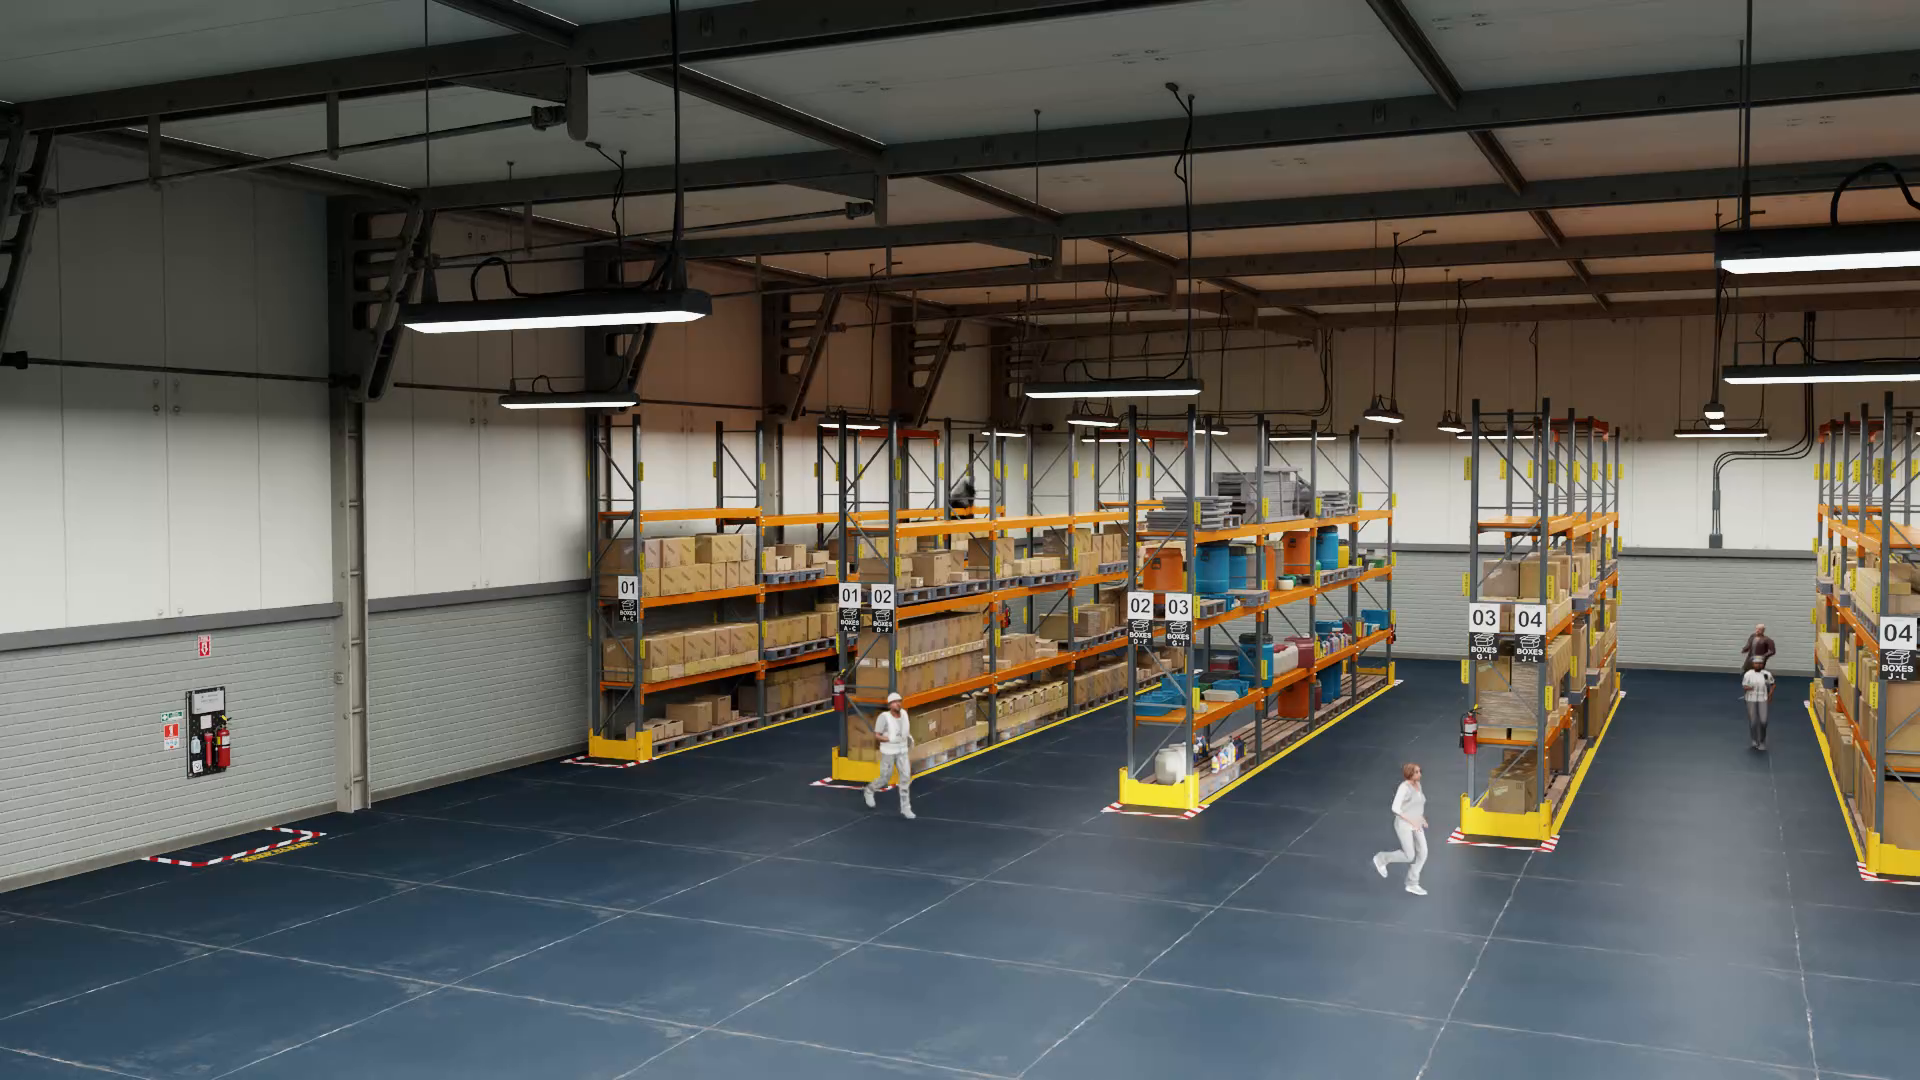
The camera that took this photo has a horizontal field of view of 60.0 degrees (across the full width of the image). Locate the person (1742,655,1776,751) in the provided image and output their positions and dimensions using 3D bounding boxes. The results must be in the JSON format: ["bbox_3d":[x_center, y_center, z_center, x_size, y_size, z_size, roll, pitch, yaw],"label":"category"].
[{"bbox_3d":[14.364,2.934,29.914,0.555,1.727,0.660,1,3,26],"label":"person"}]

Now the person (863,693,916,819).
[{"bbox_3d":[-0.986,3.109,24.228,0.693,1.792,0.996,-2,3,-37],"label":"person"}]

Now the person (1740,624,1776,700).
[{"bbox_3d":[17.431,2.674,36.315,0.680,1.698,0.722,-1,2,-18],"label":"person"}]

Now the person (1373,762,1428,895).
[{"bbox_3d":[5.286,3.412,19.823,0.525,1.561,0.694,-2,3,-43],"label":"person"}]
